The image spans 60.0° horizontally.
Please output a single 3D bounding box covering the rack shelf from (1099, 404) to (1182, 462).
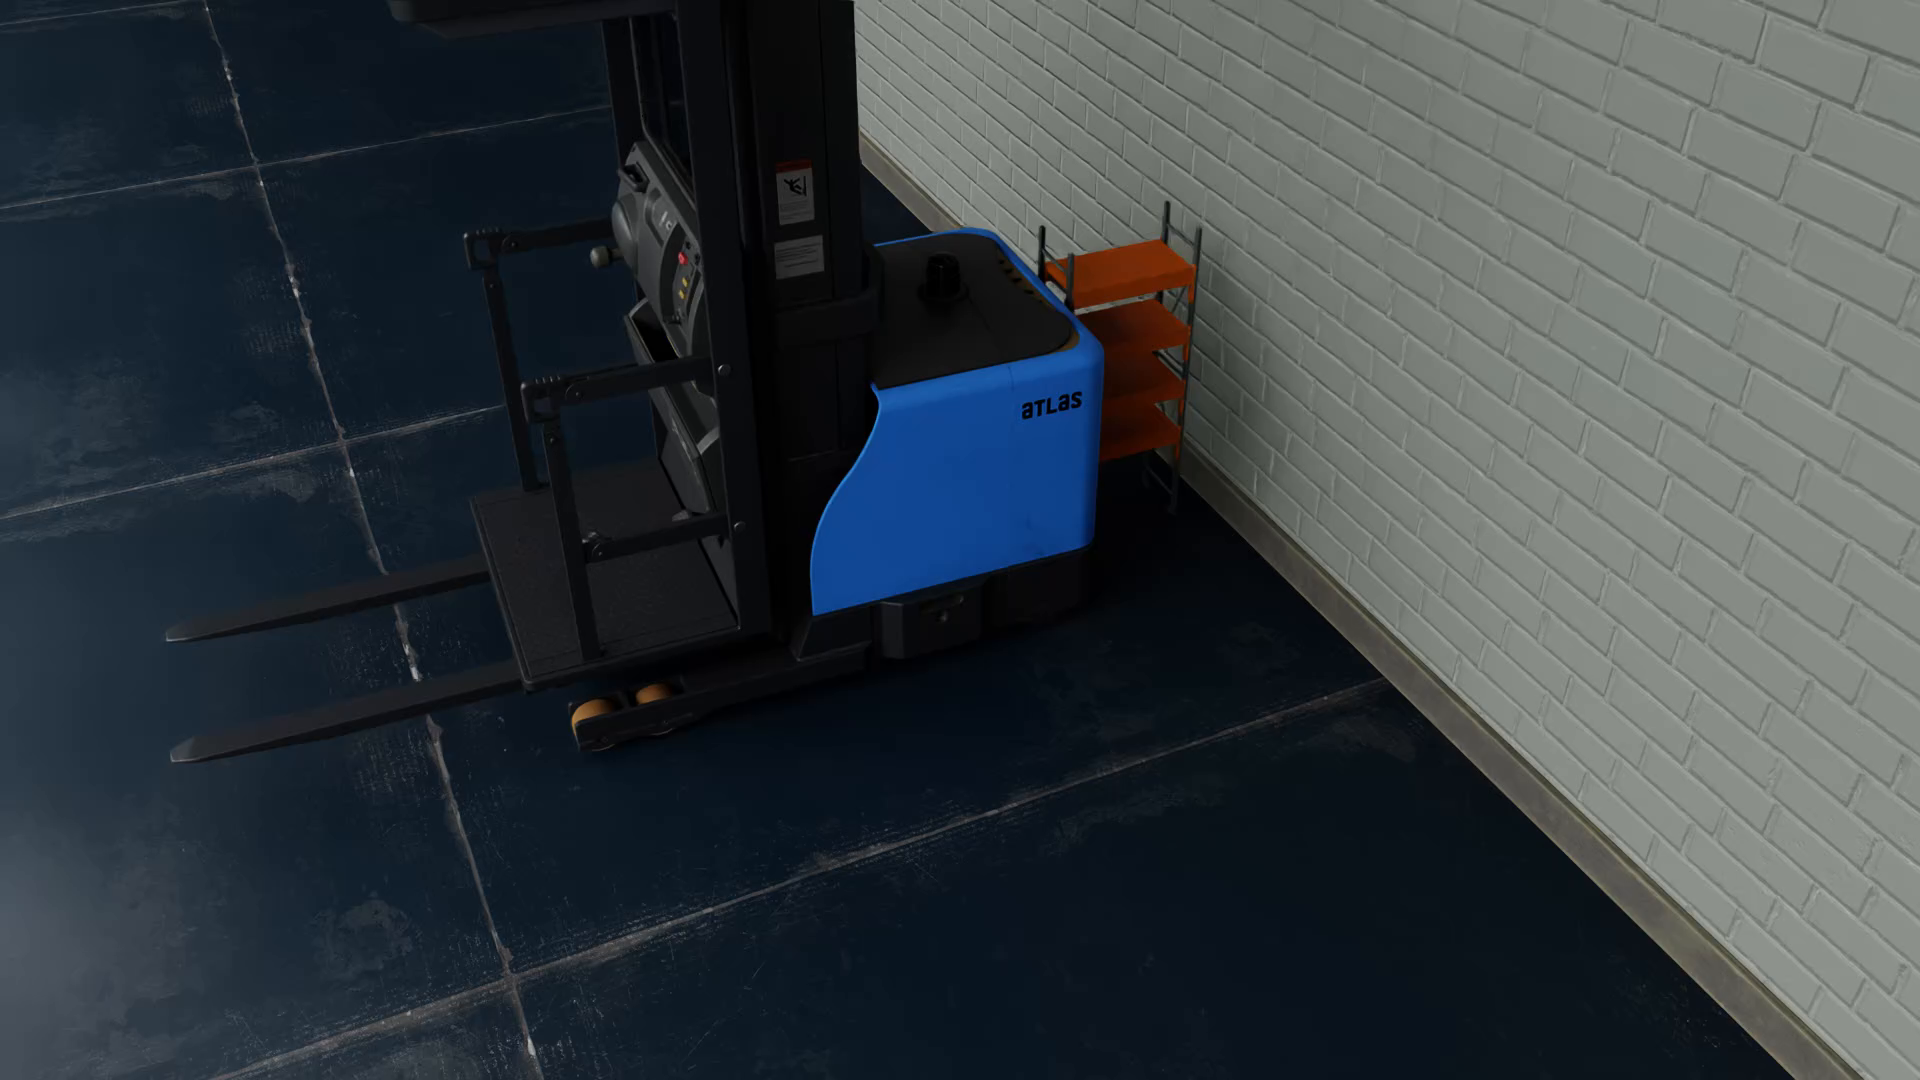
[{"bbox_3d":[0.549,-0.371,6.190,0.480,0.148,0.258,-15,39,-19],"label":"rack shelf"}]

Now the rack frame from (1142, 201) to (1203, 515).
[{"bbox_3d":[0.772,-0.643,6.110,0.015,1.200,0.240,-15,39,-19],"label":"rack frame"}]

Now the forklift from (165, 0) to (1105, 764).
[{"bbox_3d":[-1.088,-0.858,4.947,3.031,2.935,1.130,-14,39,-18],"label":"forklift"}]

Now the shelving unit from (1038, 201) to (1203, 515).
[{"bbox_3d":[0.549,-0.585,6.032,0.503,1.200,0.258,-15,39,-19],"label":"shelving unit"}]

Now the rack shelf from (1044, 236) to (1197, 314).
[{"bbox_3d":[0.549,-0.901,5.797,0.480,0.148,0.258,-15,39,-19],"label":"rack shelf"}]

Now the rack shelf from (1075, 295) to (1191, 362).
[{"bbox_3d":[0.549,-0.711,5.938,0.480,0.148,0.258,-15,39,-19],"label":"rack shelf"}]

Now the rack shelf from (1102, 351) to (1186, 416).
[{"bbox_3d":[0.549,-0.531,6.072,0.480,0.148,0.258,-15,39,-19],"label":"rack shelf"}]

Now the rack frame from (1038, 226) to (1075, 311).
[{"bbox_3d":[0.325,-0.527,5.953,0.015,1.200,0.240,-15,39,-19],"label":"rack frame"}]
